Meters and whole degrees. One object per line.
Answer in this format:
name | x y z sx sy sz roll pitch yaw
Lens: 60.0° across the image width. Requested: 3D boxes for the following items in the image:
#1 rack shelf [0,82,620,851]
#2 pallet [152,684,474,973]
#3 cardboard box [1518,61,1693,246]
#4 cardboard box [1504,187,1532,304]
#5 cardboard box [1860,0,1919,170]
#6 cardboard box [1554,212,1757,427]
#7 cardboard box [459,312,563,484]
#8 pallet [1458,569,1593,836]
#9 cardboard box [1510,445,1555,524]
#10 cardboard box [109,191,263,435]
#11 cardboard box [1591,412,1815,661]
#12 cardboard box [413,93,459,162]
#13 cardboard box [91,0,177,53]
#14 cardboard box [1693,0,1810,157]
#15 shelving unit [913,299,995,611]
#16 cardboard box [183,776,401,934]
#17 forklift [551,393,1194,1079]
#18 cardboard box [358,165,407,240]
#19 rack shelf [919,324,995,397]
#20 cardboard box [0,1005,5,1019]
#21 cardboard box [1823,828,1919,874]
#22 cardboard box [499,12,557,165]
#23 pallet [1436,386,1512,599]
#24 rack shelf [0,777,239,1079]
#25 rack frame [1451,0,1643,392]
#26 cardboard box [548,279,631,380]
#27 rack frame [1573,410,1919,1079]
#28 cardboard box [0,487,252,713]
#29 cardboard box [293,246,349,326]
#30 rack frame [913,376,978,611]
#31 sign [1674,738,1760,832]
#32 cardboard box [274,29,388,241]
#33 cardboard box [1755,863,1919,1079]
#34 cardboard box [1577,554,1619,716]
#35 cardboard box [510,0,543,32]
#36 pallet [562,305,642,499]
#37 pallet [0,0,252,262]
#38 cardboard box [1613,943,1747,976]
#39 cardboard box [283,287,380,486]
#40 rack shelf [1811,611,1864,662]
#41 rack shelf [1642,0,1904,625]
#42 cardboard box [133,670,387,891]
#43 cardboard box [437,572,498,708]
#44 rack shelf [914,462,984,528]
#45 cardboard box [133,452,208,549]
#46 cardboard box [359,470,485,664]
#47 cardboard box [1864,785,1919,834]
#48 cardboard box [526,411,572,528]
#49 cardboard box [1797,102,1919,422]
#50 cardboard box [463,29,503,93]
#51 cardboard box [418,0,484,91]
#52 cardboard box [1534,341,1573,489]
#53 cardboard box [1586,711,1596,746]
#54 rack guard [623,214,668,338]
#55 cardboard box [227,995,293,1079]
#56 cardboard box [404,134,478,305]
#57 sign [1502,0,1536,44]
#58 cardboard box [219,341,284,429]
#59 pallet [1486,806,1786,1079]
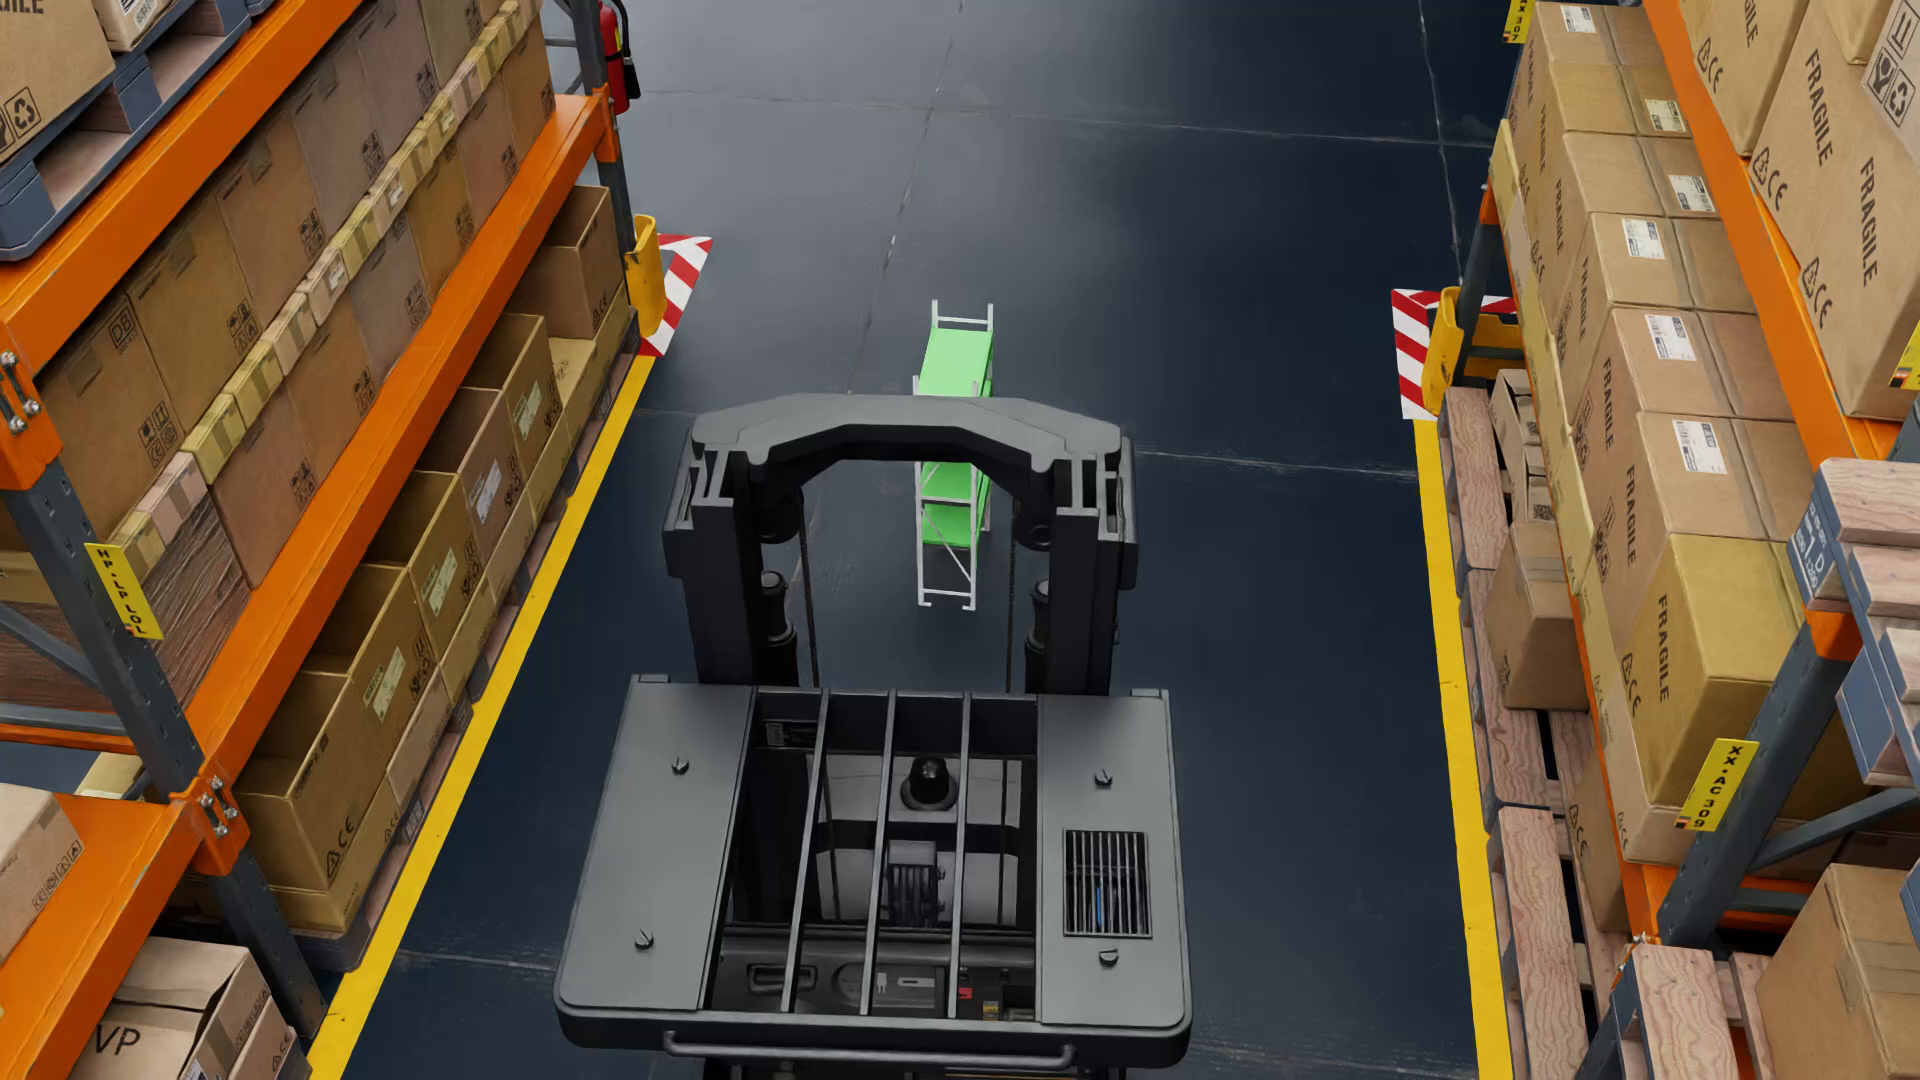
rack shelf | -2.360 -0.622 6.249 1.077 0.370 4.000 5 44 6
pallet | -2.477 0.954 6.089 1.003 0.211 1.213 5 44 6
cardboard box | 2.379 -1.390 6.086 0.500 0.500 0.500 5 44 6
cardboard box | 2.382 -1.093 6.317 0.500 0.250 0.500 4 44 4
cardboard box | 2.084 -0.935 3.060 0.500 0.500 0.500 2 43 2
cardboard box | 2.248 -0.686 5.342 0.500 0.500 0.500 6 44 7
cardboard box | -1.989 -0.598 6.849 0.500 0.500 0.500 5 44 6
pallet | 2.499 0.645 6.415 1.003 0.211 1.213 5 44 6
cardboard box | 2.559 -0.131 6.842 0.500 0.311 0.500 9 44 9
cardboard box | -2.506 -0.676 4.765 0.700 0.500 0.500 5 44 5
cardboard box | 2.103 0.011 4.606 0.500 0.500 0.500 5 44 5
cardboard box | -2.093 -1.538 6.148 0.380 0.149 0.250 6 44 7
cardboard box | -2.225 -1.468 4.095 0.500 0.311 0.500 3 44 3
cardboard box | 2.224 -1.297 4.169 0.500 0.500 0.500 4 44 4
shelving unit | -0.022 -0.323 6.718 0.258 1.200 0.503 5 44 6
cardboard box | -2.262 1.037 5.668 0.500 0.250 0.500 5 44 6
forklift | -0.134 1.238 3.811 1.130 2.935 3.031 2 43 2
cardboard box | -2.160 -1.184 5.774 0.380 0.149 0.250 5 44 5
rack shelf | -0.022 -0.625 6.432 0.258 0.148 0.480 5 44 6
cardboard box | -2.558 1.144 3.958 0.396 0.266 0.258 4 44 4
cardboard box | 2.561 0.673 4.452 0.500 0.250 0.500 6 44 6
cardboard box | -2.170 -1.966 7.072 0.700 0.500 0.500 5 44 6
pallet | 2.663 -0.184 7.291 1.003 0.211 1.213 5 44 6
rack shelf | -2.888 2.104 3.370 1.077 0.370 4.000 5 44 6
rack frame | 2.816 -1.799 6.968 1.000 3.000 0.127 5 44 6
cardboard box | -1.873 -1.008 7.828 0.500 0.250 0.500 5 44 6
rack frame | 2.287 0.927 4.089 1.000 3.000 0.127 5 44 6
cardboard box | -2.572 0.140 4.848 0.700 0.500 0.500 4 44 4
cardboard box | -2.230 -0.837 5.407 0.380 0.149 0.250 4 44 4
rack frame | -0.054 -0.157 6.543 0.240 1.200 0.015 5 44 6
sign | 1.748 0.569 3.838 0.100 0.325 0.005 5 44 6
cardboard box | -2.373 -1.357 5.485 0.700 0.500 0.500 5 44 6
cardboard box | 2.186 1.075 3.541 0.700 0.500 0.500 5 44 6
cardboard box | 2.123 0.285 4.862 0.500 0.250 0.500 5 44 6
cardboard box | -1.957 -2.241 6.890 0.380 0.149 0.250 5 44 5
pallet | -2.155 -0.709 7.845 1.003 0.211 1.213 5 44 6
pallet | -2.537 -1.161 4.178 1.003 0.211 1.213 5 44 6
cardboard box | 2.328 1.429 5.300 0.380 0.166 0.250 0 43 0
cardboard box | -2.438 -0.562 5.589 0.700 0.500 0.500 6 44 6
rack shelf | 2.022 1.462 1.866 1.077 0.370 4.000 5 44 6
rack shelf | 2.551 -1.264 4.745 1.077 0.370 4.000 5 44 6
cardboard box | -2.252 0.765 5.409 0.500 0.500 0.500 5 44 6
cardboard box | -2.120 0.356 6.387 0.500 0.250 0.500 5 44 6
rack shelf | -0.022 -0.276 6.762 0.258 0.148 0.480 5 44 6
cardboard box | -2.363 -0.129 4.660 0.380 0.149 0.250 6 44 6
cardboard box | -2.120 0.084 6.129 0.500 0.500 0.500 5 44 6
cardboard box | 2.556 0.401 4.194 0.500 0.500 0.500 4 44 5
cardboard box | -1.992 -0.326 7.107 0.500 0.250 0.500 5 44 6
cardboard box | 2.109 -0.574 3.406 0.500 0.500 0.500 6 44 7
cardboard box | -2.024 -1.888 6.518 0.380 0.149 0.250 5 44 5
cardboard box | -2.241 -2.042 6.209 0.700 0.500 0.500 4 44 4
cardboard box | 2.239 -0.402 5.587 0.500 0.250 0.500 6 44 6
cardboard box | 2.518 0.714 6.067 0.380 0.149 0.250 2 43 2
rack guard | -2.092 -1.355 8.318 1.175 0.500 0.348 5 44 6
cardboard box | -2.391 1.634 5.037 0.500 0.250 0.500 5 44 5
cardboard box | -2.306 -1.270 6.337 0.700 0.500 0.500 6 44 6
sign | 2.278 -2.163 6.723 0.100 0.325 0.005 5 44 6
cardboard box | -2.298 -0.484 5.035 0.380 0.149 0.250 5 44 5
pallet | 2.340 1.479 5.535 1.003 0.211 1.213 5 44 6
